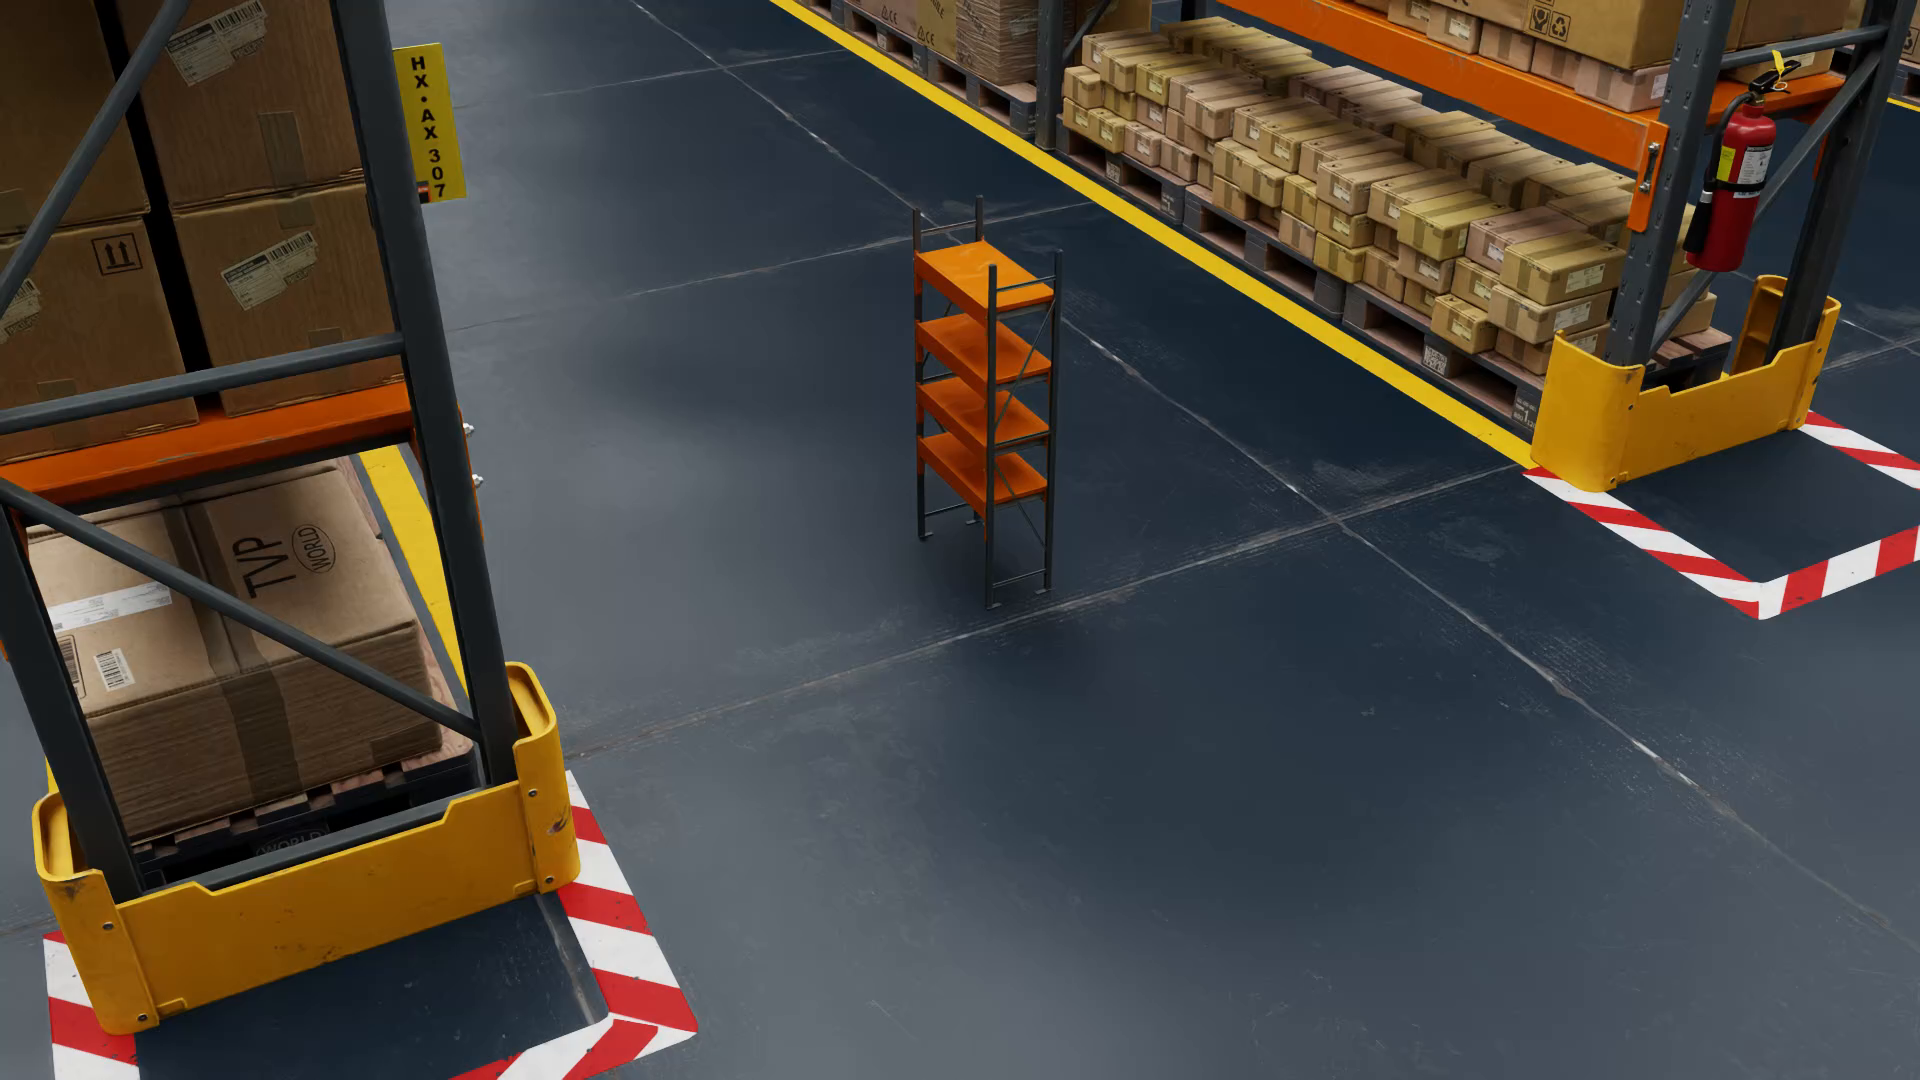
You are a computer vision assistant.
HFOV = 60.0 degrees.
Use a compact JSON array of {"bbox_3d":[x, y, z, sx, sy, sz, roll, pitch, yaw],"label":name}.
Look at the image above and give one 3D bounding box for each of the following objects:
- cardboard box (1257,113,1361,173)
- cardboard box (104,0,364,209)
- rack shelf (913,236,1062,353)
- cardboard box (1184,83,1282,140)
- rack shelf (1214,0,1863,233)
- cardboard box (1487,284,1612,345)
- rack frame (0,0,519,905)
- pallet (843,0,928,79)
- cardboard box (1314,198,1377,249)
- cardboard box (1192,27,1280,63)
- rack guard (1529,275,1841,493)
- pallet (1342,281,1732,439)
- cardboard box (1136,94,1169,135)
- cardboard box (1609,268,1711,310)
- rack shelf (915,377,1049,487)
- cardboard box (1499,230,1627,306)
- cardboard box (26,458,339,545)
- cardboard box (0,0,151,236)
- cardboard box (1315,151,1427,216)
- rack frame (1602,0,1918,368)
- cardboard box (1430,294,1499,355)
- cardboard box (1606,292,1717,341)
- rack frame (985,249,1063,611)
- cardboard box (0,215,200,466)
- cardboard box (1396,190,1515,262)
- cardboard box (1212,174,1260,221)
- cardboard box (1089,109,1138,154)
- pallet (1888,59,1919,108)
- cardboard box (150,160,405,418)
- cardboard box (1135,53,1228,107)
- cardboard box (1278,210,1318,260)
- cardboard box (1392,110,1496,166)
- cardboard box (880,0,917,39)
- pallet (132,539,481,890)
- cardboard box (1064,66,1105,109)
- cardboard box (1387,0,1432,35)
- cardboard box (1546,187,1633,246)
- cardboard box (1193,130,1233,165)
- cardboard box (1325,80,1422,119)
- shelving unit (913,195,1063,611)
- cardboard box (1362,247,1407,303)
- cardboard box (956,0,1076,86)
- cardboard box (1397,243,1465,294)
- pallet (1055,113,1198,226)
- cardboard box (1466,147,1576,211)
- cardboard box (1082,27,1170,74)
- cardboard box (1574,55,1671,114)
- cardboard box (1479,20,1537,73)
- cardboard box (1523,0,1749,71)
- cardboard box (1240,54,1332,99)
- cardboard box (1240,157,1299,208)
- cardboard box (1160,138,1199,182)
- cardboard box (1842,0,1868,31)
[{"bbox_3d":[1.564,-1.781,7.451,0.380,0.149,0.250,-16,36,-23],"label":"cardboard box"},{"bbox_3d":[-1.558,-1.084,3.642,0.500,0.500,0.500,-17,36,-24],"label":"cardboard box"},{"bbox_3d":[0.077,-0.757,5.091,0.258,0.148,0.480,-16,36,-23],"label":"rack shelf"},{"bbox_3d":[1.283,-2.018,7.821,0.380,0.149,0.250,-15,36,-22],"label":"cardboard box"},{"bbox_3d":[1.813,-2.265,7.172,1.077,0.370,4.000,-16,36,-23],"label":"rack shelf"},{"bbox_3d":[2.247,-0.896,6.345,0.380,0.149,0.250,-17,36,-24],"label":"cardboard box"},{"bbox_3d":[-1.587,-0.321,3.470,1.000,3.000,0.127,-16,36,-23],"label":"rack frame"},{"bbox_3d":[-0.057,-3.303,10.709,1.003,0.211,1.213,-16,36,-23],"label":"pallet"},{"bbox_3d":[1.750,-1.387,7.112,0.380,0.149,0.250,-15,36,-22],"label":"cardboard box"},{"bbox_3d":[1.431,-2.533,8.626,0.380,0.149,0.250,-15,36,-23],"label":"cardboard box"},{"bbox_3d":[2.710,-0.598,6.219,1.175,0.500,0.348,-16,36,-23],"label":"rack guard"},{"bbox_3d":[2.362,-0.873,6.916,1.003,0.211,1.213,-16,36,-23],"label":"pallet"},{"bbox_3d":[1.109,-2.165,8.327,0.380,0.149,0.250,-16,36,-23],"label":"cardboard box"},{"bbox_3d":[2.728,-1.030,6.555,0.380,0.149,0.250,-14,35,-21],"label":"cardboard box"},{"bbox_3d":[0.077,-0.370,5.339,0.258,0.148,0.480,-16,36,-23],"label":"rack shelf"},{"bbox_3d":[2.274,-1.030,6.278,0.380,0.149,0.250,-15,36,-23],"label":"cardboard box"},{"bbox_3d":[-2.417,-0.143,5.178,0.875,0.438,0.875,-15,36,-22],"label":"cardboard box"},{"bbox_3d":[-2.022,-0.954,3.439,0.500,0.500,0.500,-15,35,-22],"label":"cardboard box"},{"bbox_3d":[1.736,-1.509,7.027,0.380,0.149,0.250,-15,35,-21],"label":"cardboard box"},{"bbox_3d":[2.745,-1.614,5.488,1.000,3.000,0.127,-16,36,-23],"label":"rack frame"},{"bbox_3d":[2.106,-0.886,6.606,0.380,0.149,0.250,-15,35,-22],"label":"cardboard box"},{"bbox_3d":[2.784,-0.921,6.660,0.380,0.149,0.250,-15,36,-22],"label":"cardboard box"},{"bbox_3d":[0.191,-0.310,5.121,0.240,1.200,0.015,-16,36,-23],"label":"rack frame"},{"bbox_3d":[-2.046,-0.526,3.698,0.500,0.500,0.500,-16,36,-23],"label":"cardboard box"},{"bbox_3d":[1.975,-1.256,6.631,0.380,0.149,0.250,-17,36,-24],"label":"cardboard box"},{"bbox_3d":[1.407,-1.636,7.776,0.380,0.149,0.250,-17,36,-24],"label":"cardboard box"},{"bbox_3d":[0.890,-2.118,8.528,0.380,0.149,0.250,-15,35,-22],"label":"cardboard box"},{"bbox_3d":[6.173,-2.582,9.585,1.003,0.211,1.213,-16,36,-23],"label":"pallet"},{"bbox_3d":[-1.556,-0.664,3.913,0.500,0.500,0.500,-16,36,-23],"label":"cardboard box"},{"bbox_3d":[1.095,-2.278,8.228,0.380,0.149,0.250,-16,36,-24],"label":"cardboard box"},{"bbox_3d":[1.648,-1.390,7.392,0.380,0.149,0.250,-15,36,-22],"label":"cardboard box"},{"bbox_3d":[2.170,-1.799,7.480,0.380,0.149,0.250,-15,36,-22],"label":"cardboard box"},{"bbox_3d":[-0.162,-3.428,10.247,0.500,0.500,0.500,-17,36,-24],"label":"cardboard box"},{"bbox_3d":[-2.029,0.492,4.787,1.003,0.211,1.213,-16,36,-23],"label":"pallet"},{"bbox_3d":[0.766,-2.371,8.648,0.380,0.149,0.250,-14,35,-21],"label":"cardboard box"},{"bbox_3d":[1.894,-2.086,6.458,0.380,0.149,0.250,-18,37,-25],"label":"cardboard box"},{"bbox_3d":[2.567,-1.278,6.665,0.380,0.149,0.250,-15,36,-22],"label":"cardboard box"},{"bbox_3d":[1.340,-1.899,7.911,0.380,0.149,0.250,-14,35,-21],"label":"cardboard box"},{"bbox_3d":[1.950,-2.041,7.858,0.380,0.149,0.250,-17,36,-25],"label":"cardboard box"},{"bbox_3d":[0.077,-0.426,5.303,0.258,1.200,0.503,-16,36,-23],"label":"shelving unit"},{"bbox_3d":[1.932,-1.149,7.016,0.380,0.149,0.250,-15,36,-23],"label":"cardboard box"},{"bbox_3d":[0.312,-2.937,9.481,0.500,0.500,0.500,-17,36,-24],"label":"cardboard box"},{"bbox_3d":[2.003,-1.143,6.731,0.380,0.149,0.250,-17,37,-25],"label":"cardboard box"},{"bbox_3d":[1.225,-2.037,8.734,1.003,0.211,1.213,-16,36,-23],"label":"pallet"},{"bbox_3d":[2.374,-1.528,7.056,0.380,0.149,0.250,-18,37,-25],"label":"cardboard box"},{"bbox_3d":[0.858,-2.533,8.625,0.380,0.149,0.250,-14,35,-21],"label":"cardboard box"},{"bbox_3d":[2.343,-1.593,5.688,0.380,0.149,0.250,-16,36,-23],"label":"cardboard box"},{"bbox_3d":[2.130,-1.837,6.069,0.380,0.149,0.250,-16,36,-24],"label":"cardboard box"},{"bbox_3d":[2.308,-1.931,5.615,0.500,0.500,0.500,-15,36,-22],"label":"cardboard box"},{"bbox_3d":[1.605,-2.273,8.219,0.380,0.149,0.250,-15,35,-22],"label":"cardboard box"},{"bbox_3d":[1.494,-1.638,7.504,0.380,0.149,0.250,-15,36,-23],"label":"cardboard box"},{"bbox_3d":[1.214,-1.903,8.194,0.380,0.149,0.250,-17,36,-24],"label":"cardboard box"},{"bbox_3d":[5.552,-3.669,10.277,0.875,0.875,0.875,-16,36,-23],"label":"cardboard box"}]
